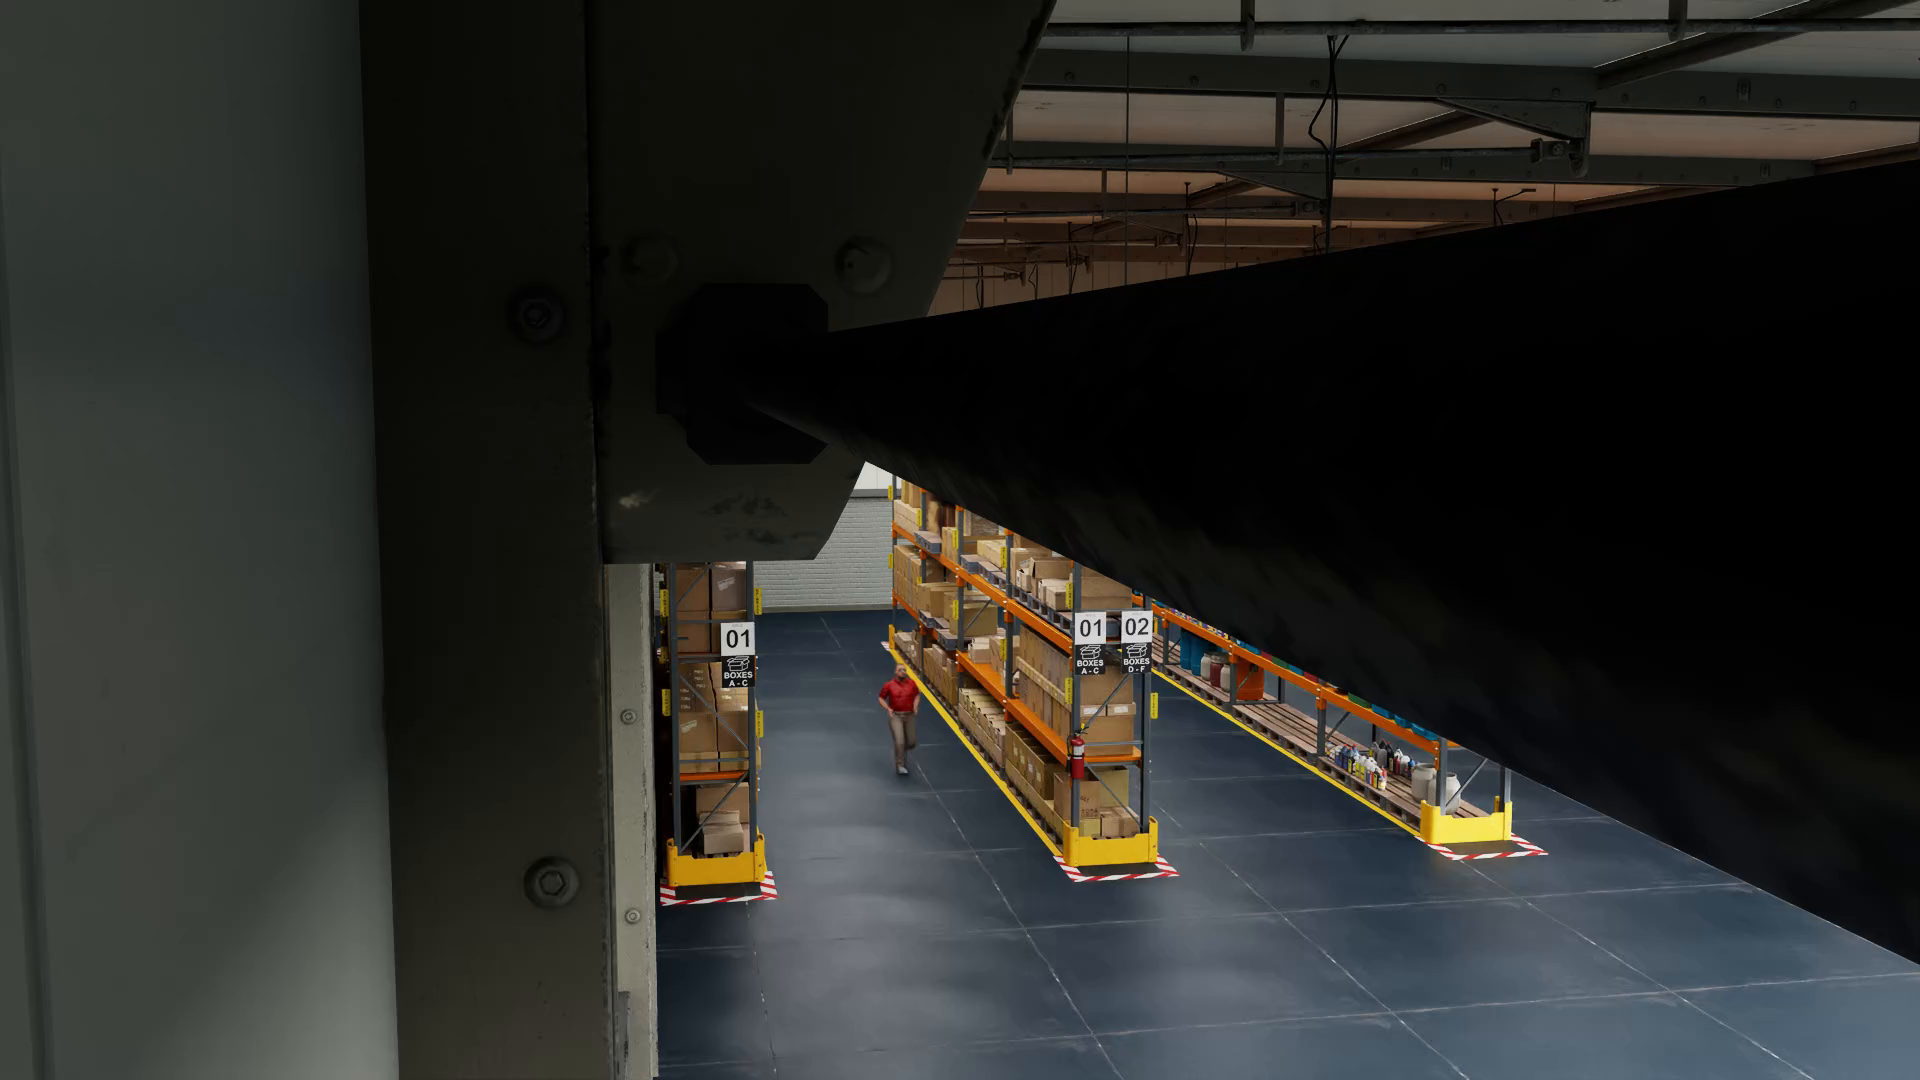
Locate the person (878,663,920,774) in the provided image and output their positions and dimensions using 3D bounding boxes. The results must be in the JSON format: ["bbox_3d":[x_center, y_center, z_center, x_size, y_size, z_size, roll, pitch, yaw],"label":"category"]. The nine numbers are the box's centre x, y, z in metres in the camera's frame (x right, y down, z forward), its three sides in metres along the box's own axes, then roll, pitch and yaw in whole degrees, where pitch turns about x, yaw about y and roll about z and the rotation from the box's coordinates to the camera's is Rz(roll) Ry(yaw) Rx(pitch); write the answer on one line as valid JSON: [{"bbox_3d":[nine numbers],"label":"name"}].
[{"bbox_3d":[-0.922,2.730,25.615,0.664,1.673,0.645,-2,7,-19],"label":"person"}]
